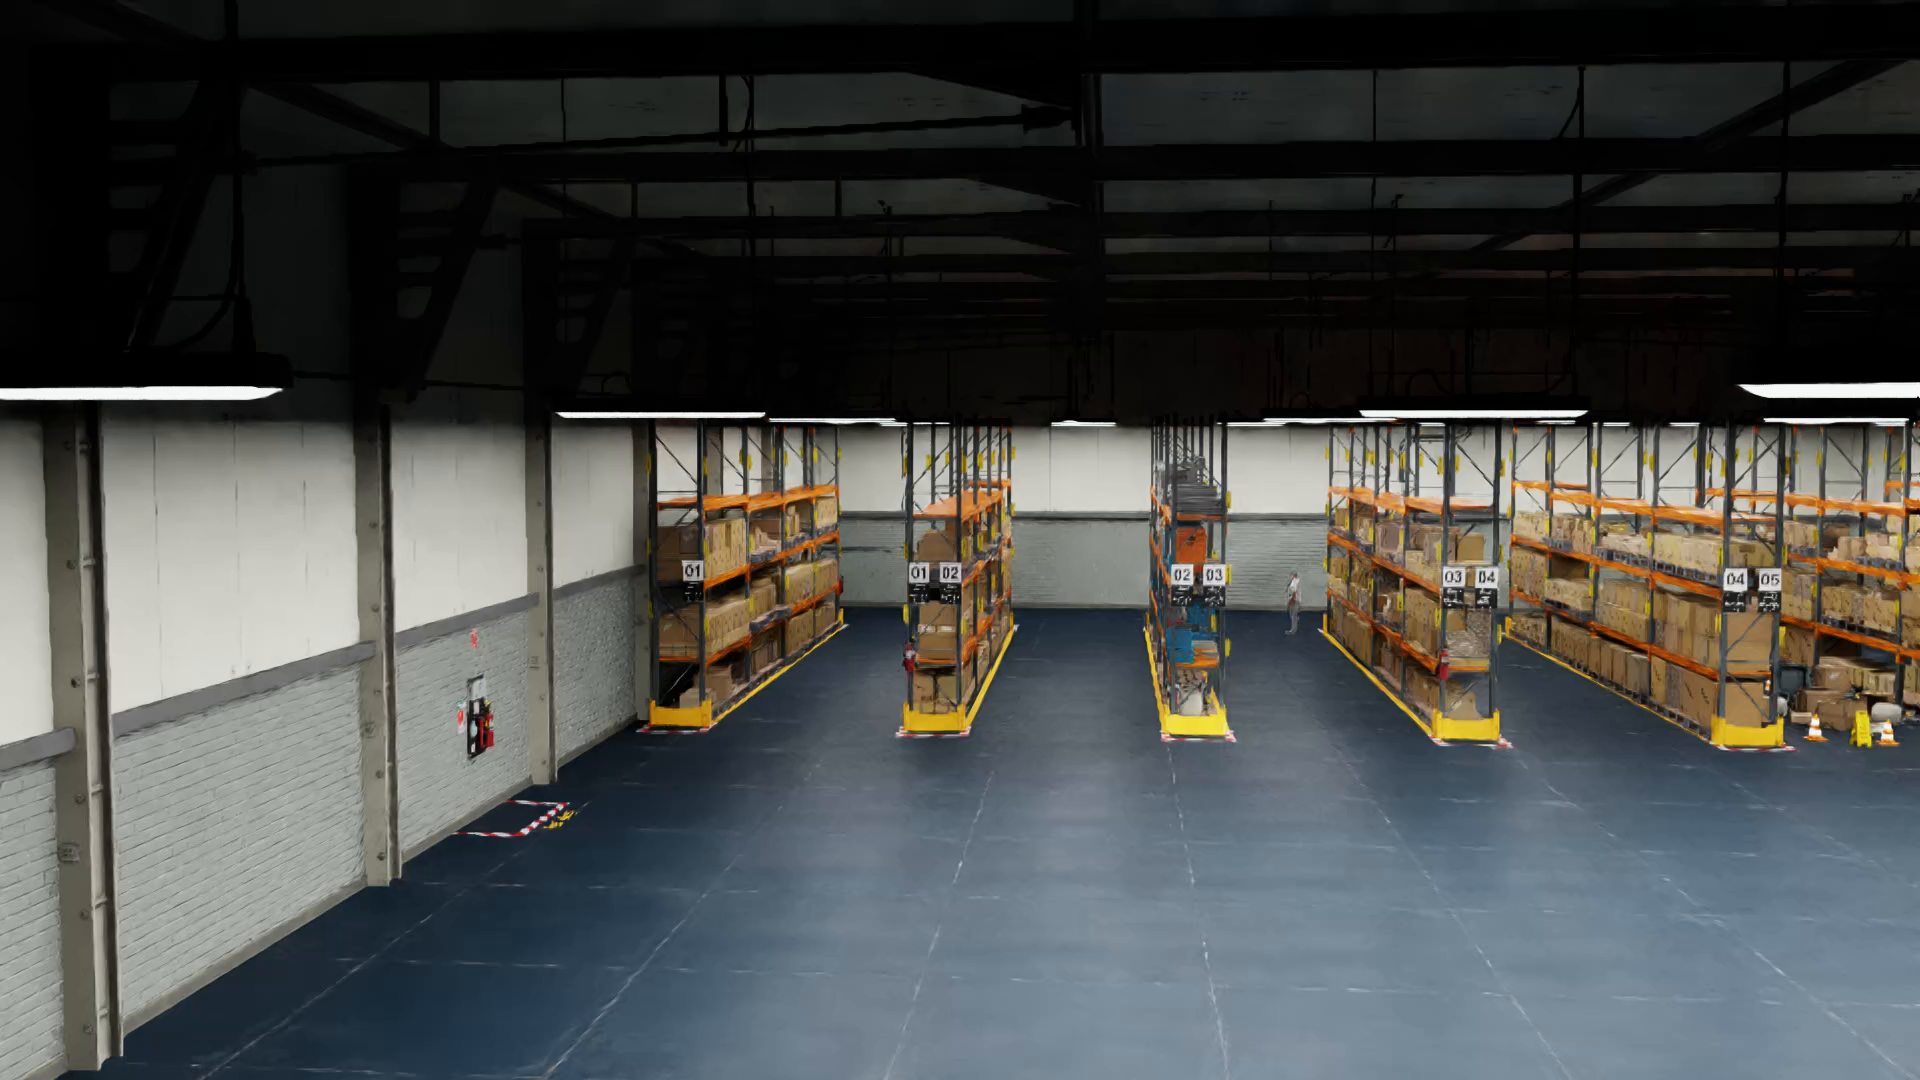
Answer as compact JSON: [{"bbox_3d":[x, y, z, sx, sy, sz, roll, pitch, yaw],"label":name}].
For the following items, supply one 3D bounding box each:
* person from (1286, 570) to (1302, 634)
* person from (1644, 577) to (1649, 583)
[{"bbox_3d":[9.309,1.735,46.366,0.438,1.799,0.581,2,4,23],"label":"person"},{"bbox_3d":[18.715,1.850,45.174,0.487,1.660,0.582,0,4,-2],"label":"person"}]
